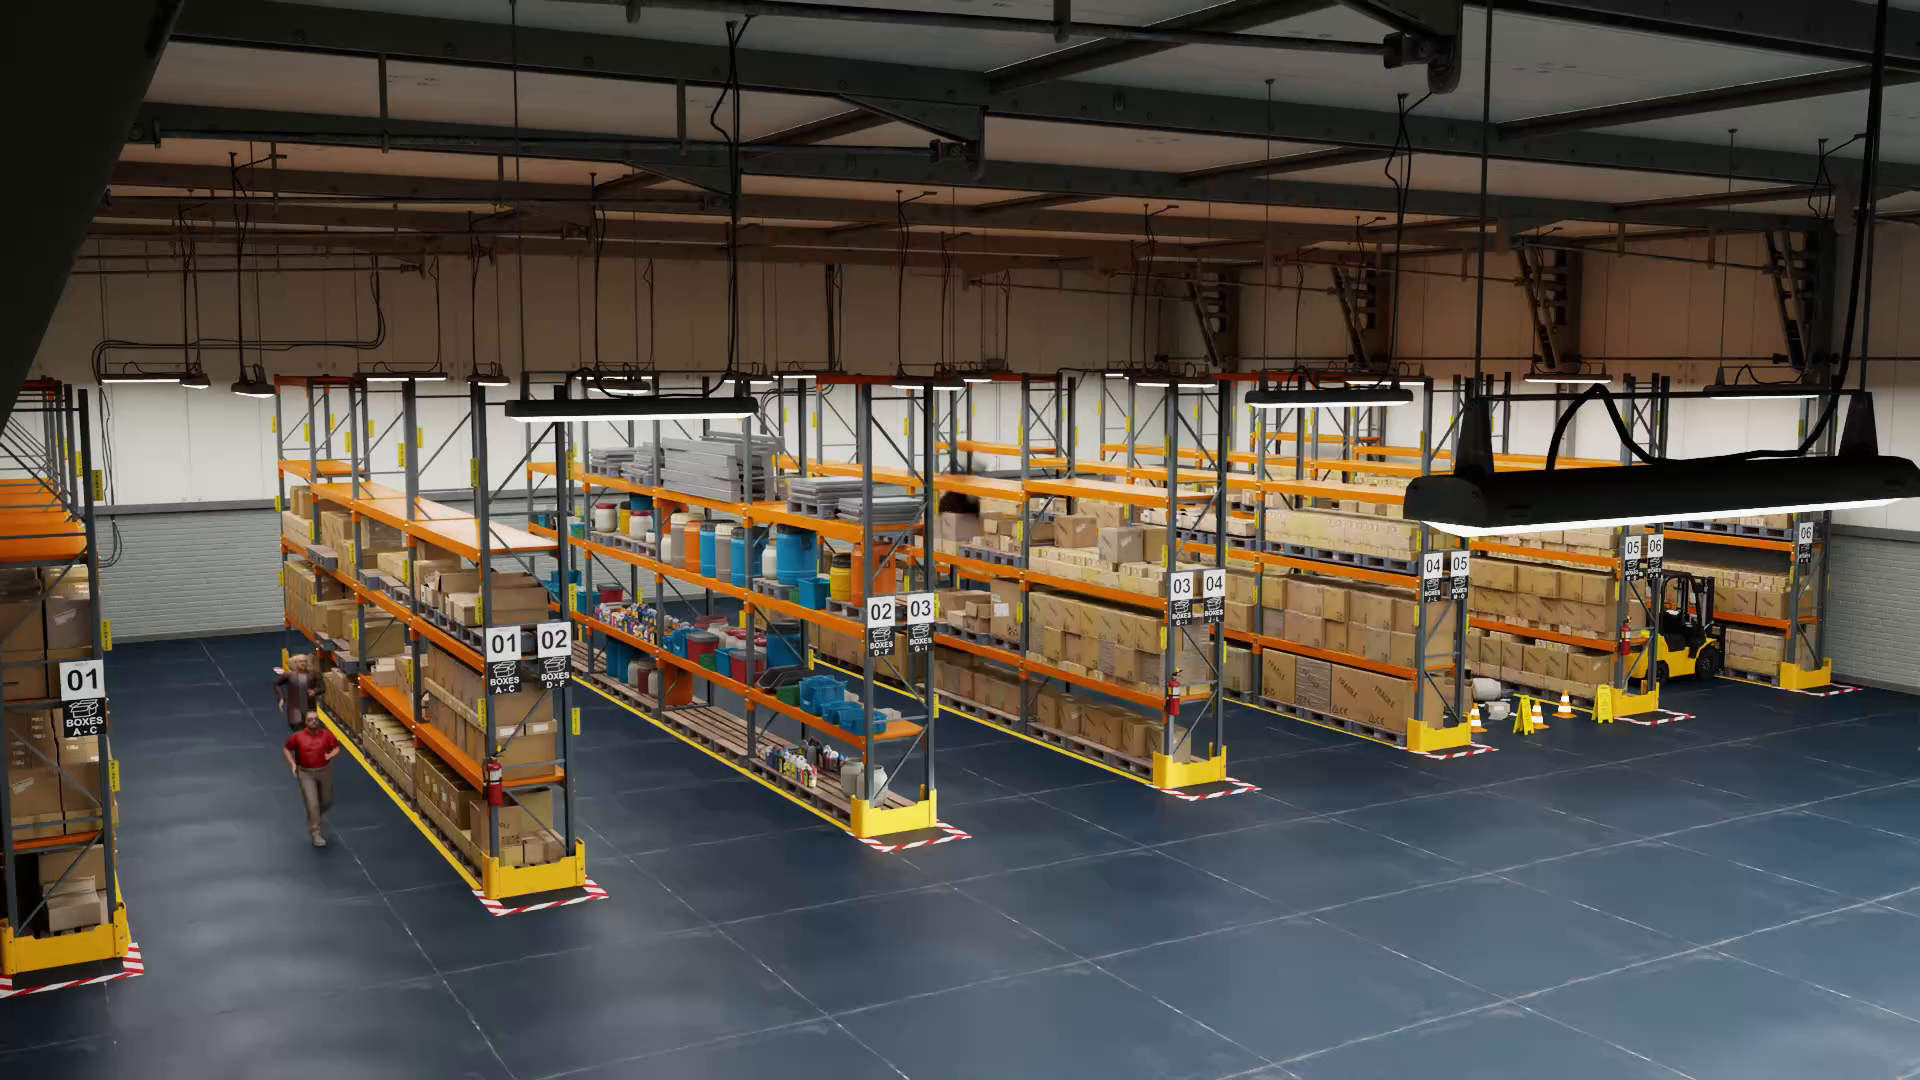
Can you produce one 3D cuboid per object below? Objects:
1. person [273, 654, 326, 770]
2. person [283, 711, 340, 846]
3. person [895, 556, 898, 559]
[{"bbox_3d":[-10.084,2.657,25.499,0.685,1.844,0.796,-5,8,-36],"label":"person"},{"bbox_3d":[-8.473,3.122,21.830,0.673,1.630,0.923,-4,8,-34],"label":"person"},{"bbox_3d":[-1.647,1.163,40.027,0.664,1.608,0.514,0,6,-4],"label":"person"}]
